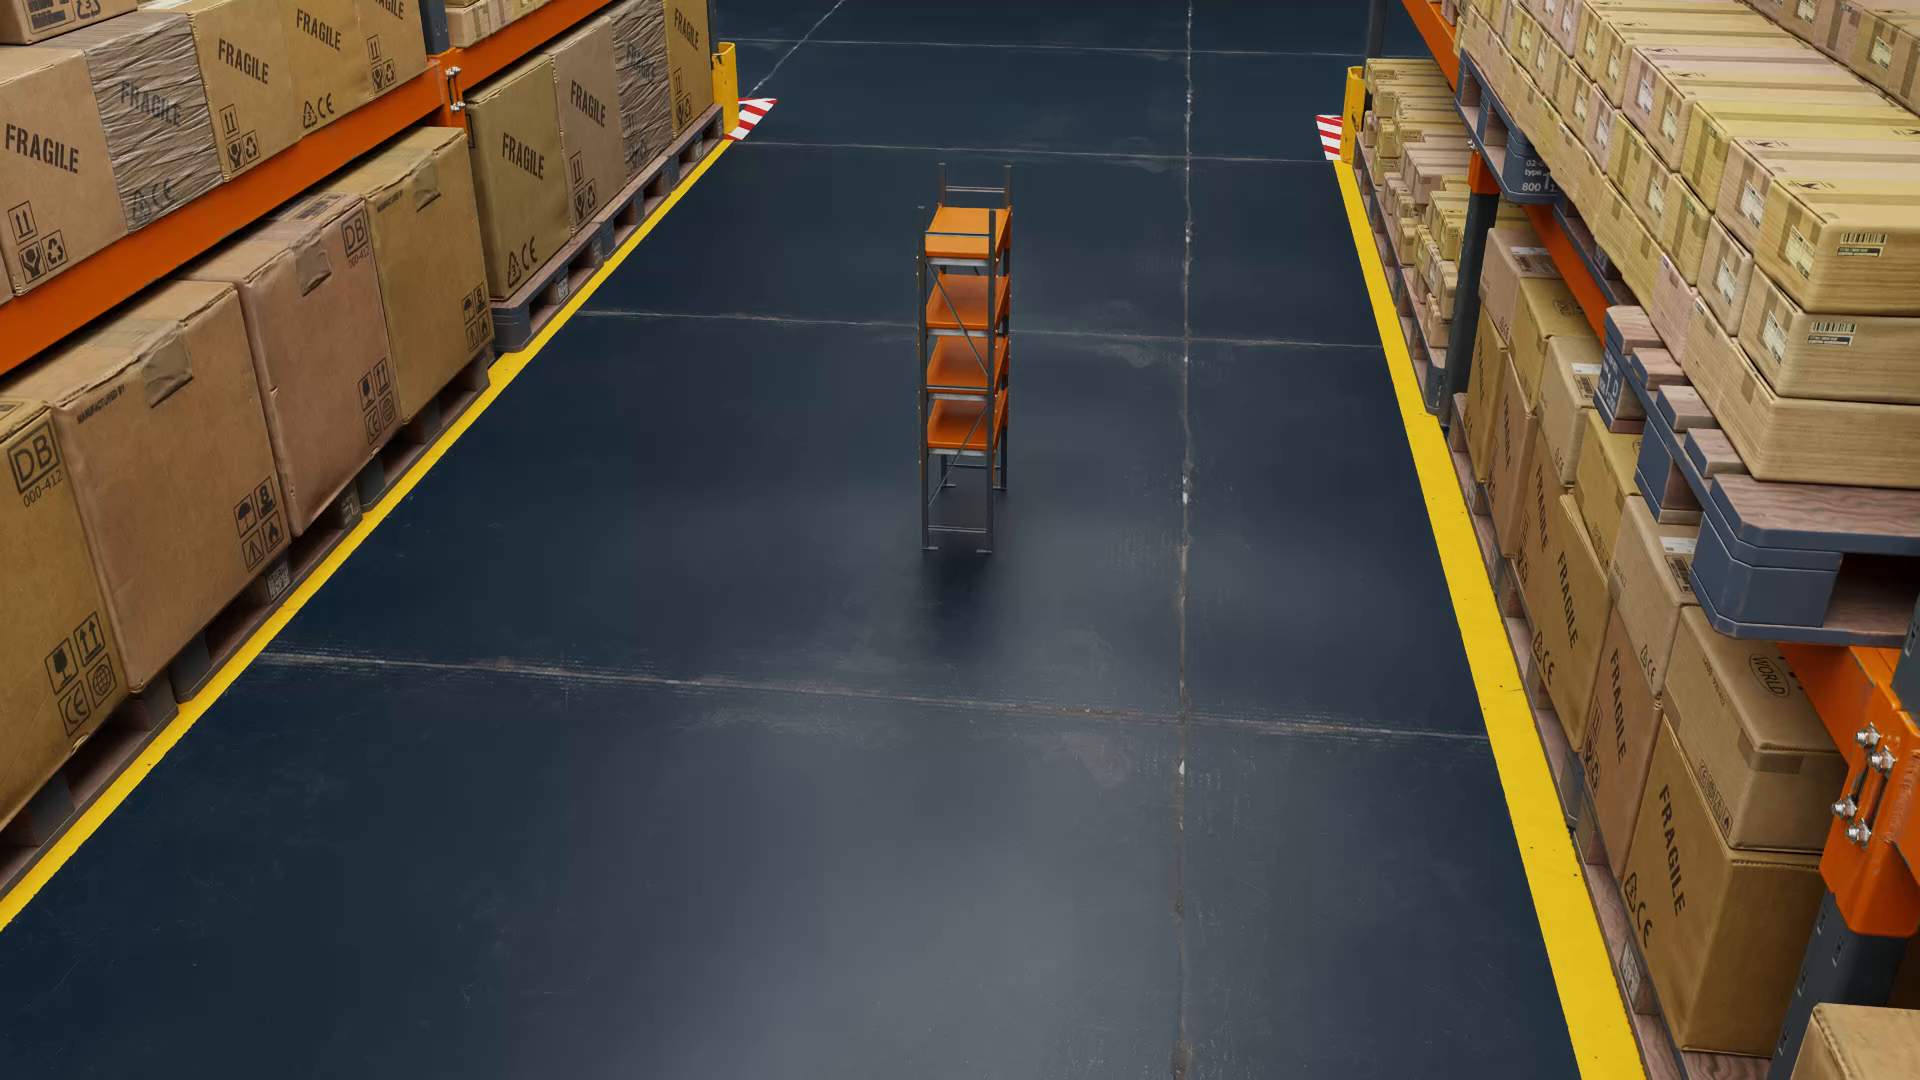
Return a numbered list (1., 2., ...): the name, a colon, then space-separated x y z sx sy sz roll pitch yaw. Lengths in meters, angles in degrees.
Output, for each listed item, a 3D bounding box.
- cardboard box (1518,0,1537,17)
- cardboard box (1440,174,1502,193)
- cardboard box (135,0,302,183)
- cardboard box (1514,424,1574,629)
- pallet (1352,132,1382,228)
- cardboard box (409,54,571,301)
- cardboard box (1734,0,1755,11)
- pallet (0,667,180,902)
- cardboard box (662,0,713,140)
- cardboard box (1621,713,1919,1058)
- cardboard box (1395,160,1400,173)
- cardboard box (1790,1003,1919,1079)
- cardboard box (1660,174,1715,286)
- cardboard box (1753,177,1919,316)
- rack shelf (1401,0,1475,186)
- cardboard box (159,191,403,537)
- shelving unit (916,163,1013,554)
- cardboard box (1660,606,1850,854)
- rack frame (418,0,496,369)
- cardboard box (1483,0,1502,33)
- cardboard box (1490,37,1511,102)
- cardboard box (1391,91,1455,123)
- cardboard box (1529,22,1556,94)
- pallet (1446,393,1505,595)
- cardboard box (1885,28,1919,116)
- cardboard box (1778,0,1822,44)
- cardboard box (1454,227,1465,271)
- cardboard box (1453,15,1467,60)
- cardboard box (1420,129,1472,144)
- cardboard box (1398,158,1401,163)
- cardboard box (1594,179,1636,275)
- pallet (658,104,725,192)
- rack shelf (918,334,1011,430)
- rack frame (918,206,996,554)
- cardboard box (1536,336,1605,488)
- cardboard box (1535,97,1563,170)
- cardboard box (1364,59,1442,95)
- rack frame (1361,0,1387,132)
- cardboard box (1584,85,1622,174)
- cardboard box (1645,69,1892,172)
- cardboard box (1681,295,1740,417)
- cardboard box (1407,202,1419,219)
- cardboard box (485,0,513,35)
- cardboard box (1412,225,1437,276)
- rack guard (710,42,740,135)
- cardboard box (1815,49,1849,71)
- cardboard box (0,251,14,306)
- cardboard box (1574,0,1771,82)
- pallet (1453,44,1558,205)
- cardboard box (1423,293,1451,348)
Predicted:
1. cardboard box: 1.800 -1.565 4.688 0.380 0.149 0.250 3 28 6
2. cardboard box: 2.310 -1.489 7.288 0.380 0.149 0.250 4 29 8
3. cardboard box: -2.421 -1.422 5.122 0.500 0.500 0.500 3 28 6
4. cardboard box: 1.933 -0.013 4.804 0.500 0.500 0.500 4 29 7
5. pallet: 2.746 -1.996 9.233 1.003 0.211 1.213 3 28 6
6. cardboard box: -2.350 -1.649 7.445 0.875 0.875 0.875 3 28 6
7. cardboard box: 2.483 -1.523 4.923 0.380 0.149 0.250 5 29 8
8. pallet: -2.829 0.651 4.320 1.003 0.211 1.213 3 28 6
9. cardboard box: -2.019 -2.920 9.804 0.875 0.875 0.875 3 28 6
10. cardboard box: 1.731 0.716 3.451 0.500 0.500 0.500 3 28 6
11. cardboard box: 2.457 -1.857 8.598 0.380 0.149 0.250 3 29 6
12. cardboard box: 1.746 1.212 2.266 1.050 0.750 0.750 3 28 6
13. cardboard box: 1.579 -0.588 3.188 0.380 0.149 0.250 4 29 7
14. cardboard box: 1.515 -0.468 2.651 0.380 0.149 0.250 2 28 4
15. rack shelf: 2.645 -2.382 7.767 1.077 0.370 4.000 3 28 6
16. cardboard box: -2.677 -0.620 5.535 1.225 0.875 0.875 2 28 4
17. shelving unit: 0.020 -0.606 5.610 0.258 1.200 0.503 3 28 6
18. cardboard box: 1.734 0.374 3.296 0.500 0.250 0.500 3 28 5
19. rack frame: -2.510 -2.093 6.473 1.000 3.000 0.127 3 28 6
20. cardboard box: 1.866 -1.682 5.218 0.380 0.149 0.250 3 28 5
21. cardboard box: 1.833 -1.425 5.054 0.380 0.149 0.250 4 29 7
22. cardboard box: 2.468 -2.236 8.673 0.380 0.149 0.250 2 28 4
23. cardboard box: 1.772 -1.311 4.529 0.380 0.149 0.250 4 29 8
24. pallet: 2.306 -0.163 5.830 1.003 0.211 1.213 3 28 6
25. cardboard box: 2.319 -1.036 3.705 0.380 0.149 0.250 4 29 8
26. cardboard box: 2.414 -1.406 4.392 0.380 0.149 0.250 2 28 5
27. cardboard box: 2.186 -1.132 6.624 0.380 0.149 0.250 4 29 8
28. cardboard box: 2.126 -1.922 6.421 0.380 0.149 0.250 3 28 5
29. cardboard box: 2.412 -1.861 7.977 0.380 0.149 0.250 3 29 6
30. cardboard box: 2.462 -1.978 8.509 0.380 0.149 0.250 2 28 4
31. cardboard box: 1.643 -0.689 3.689 0.380 0.149 0.250 2 28 4
32. pallet: -2.040 -2.367 9.922 1.003 0.211 1.213 3 28 6
33. rack shelf: 0.020 -0.547 5.642 0.258 0.148 0.480 3 28 6
34. rack frame: -0.010 -0.491 5.397 0.240 1.200 0.015 3 28 6
35. cardboard box: 1.918 -0.349 4.637 0.500 0.250 0.500 4 29 8
36. cardboard box: 1.741 -1.058 4.373 0.380 0.149 0.250 3 28 5
37. cardboard box: 2.489 -2.605 9.359 0.380 0.149 0.250 2 28 4
38. rack frame: 2.890 -3.640 9.344 1.000 3.000 0.127 3 28 6
39. cardboard box: 1.675 -0.946 3.852 0.380 0.149 0.250 4 29 7
40. cardboard box: 1.609 -0.835 3.333 0.380 0.149 0.250 4 29 8
41. cardboard box: 1.547 -0.324 3.012 0.380 0.149 0.250 3 28 6
42. cardboard box: 2.336 -1.498 7.930 0.380 0.149 0.250 4 29 7
43. cardboard box: -2.111 -2.226 6.984 0.380 0.149 0.250 2 28 5
44. cardboard box: 2.160 -1.240 7.139 0.380 0.149 0.250 2 28 4
45. rack guard: -2.017 -2.887 10.581 1.175 0.500 0.348 3 28 6
46. cardboard box: 2.390 -1.143 4.218 0.380 0.149 0.250 3 29 6
47. cardboard box: -2.610 -0.710 3.800 0.500 0.500 0.500 3 28 5
48. cardboard box: 1.709 -1.199 4.008 0.380 0.149 0.250 4 29 8
49. pallet: 2.162 -1.322 5.243 1.003 0.211 1.213 3 28 6
50. cardboard box: 2.110 -0.892 6.805 0.380 0.149 0.250 4 29 7
